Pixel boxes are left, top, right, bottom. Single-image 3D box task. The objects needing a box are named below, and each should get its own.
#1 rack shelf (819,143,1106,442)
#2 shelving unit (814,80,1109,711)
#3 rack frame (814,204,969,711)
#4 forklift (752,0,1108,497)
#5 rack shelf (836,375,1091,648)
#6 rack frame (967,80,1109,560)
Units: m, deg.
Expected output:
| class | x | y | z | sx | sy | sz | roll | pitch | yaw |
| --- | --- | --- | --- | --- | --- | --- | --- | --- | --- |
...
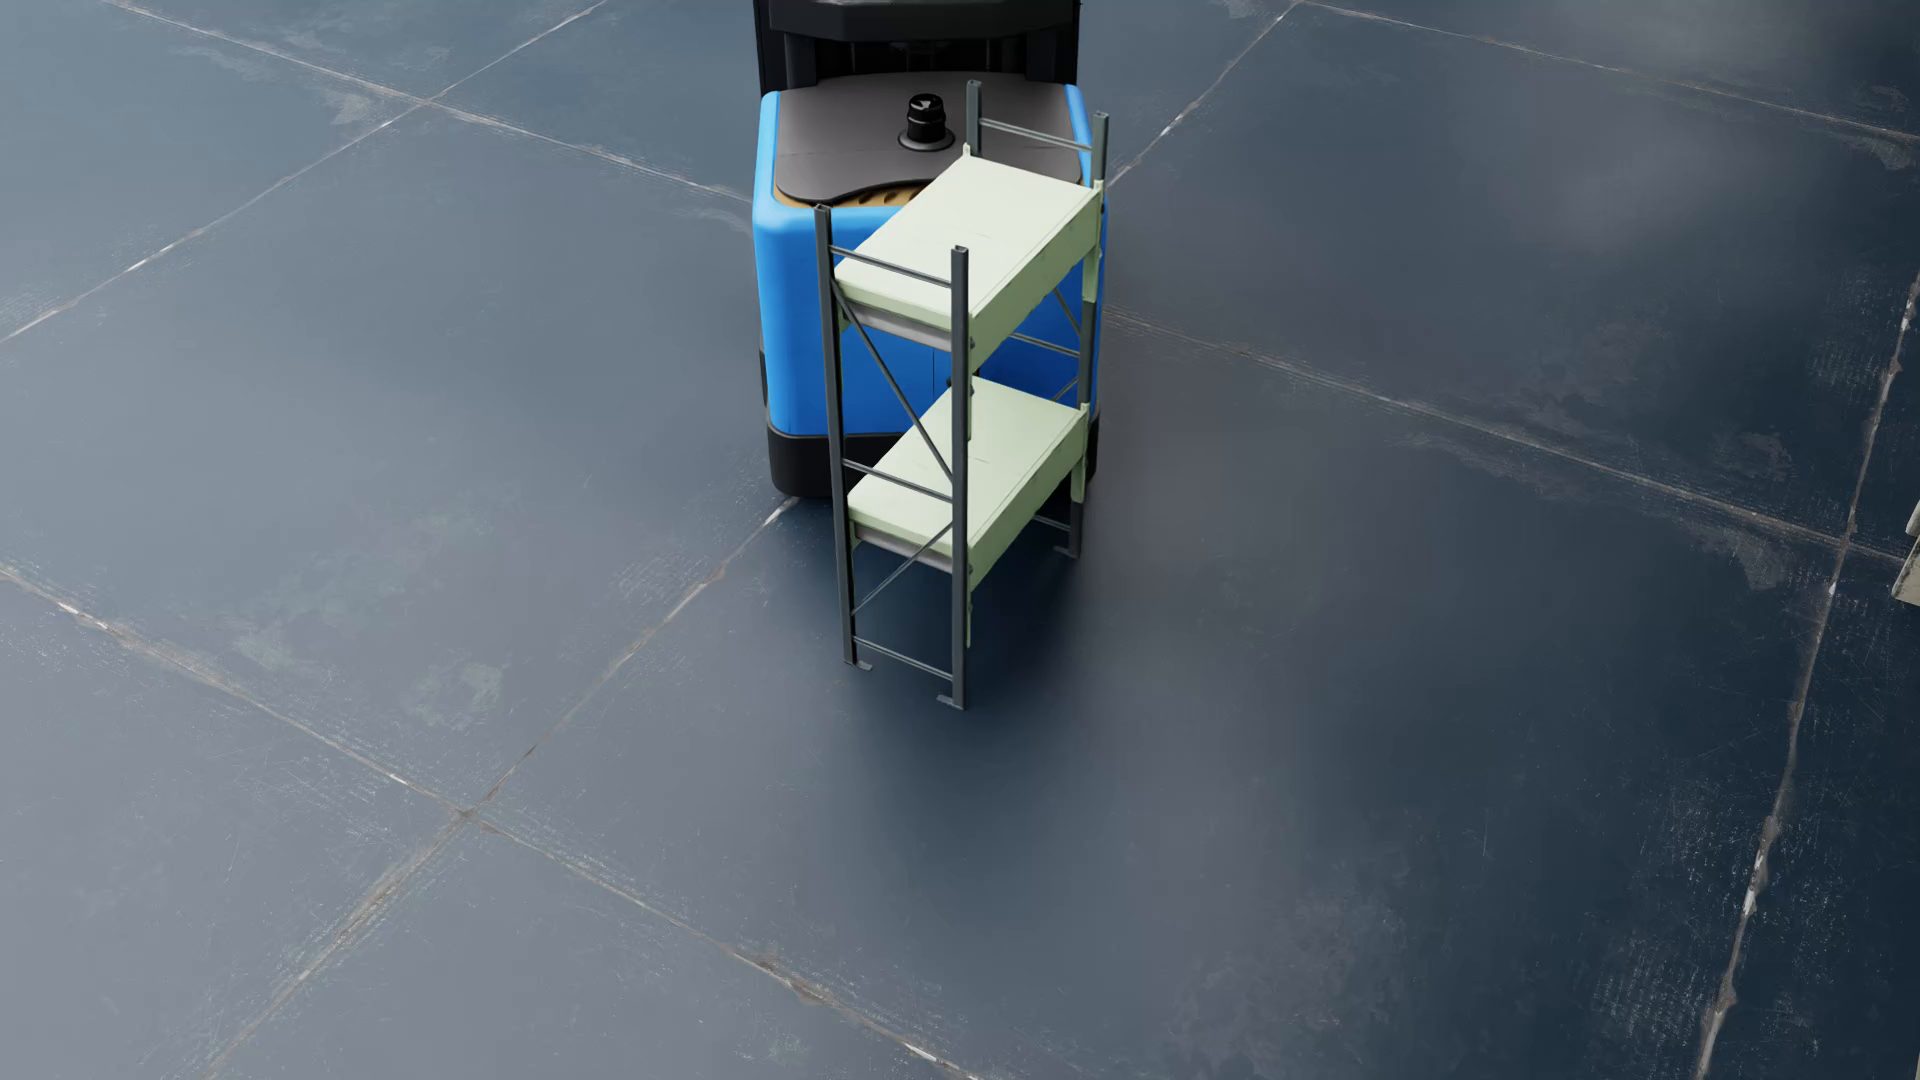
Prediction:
| class | x | y | z | sx | sy | sz | roll | pitch | yaw |
| --- | --- | --- | --- | --- | --- | --- | --- | --- | --- |
| rack shelf | 0.019 | -0.653 | 4.266 | 0.431 | 0.370 | 0.720 | 20 | 45 | 21 |
| shelving unit | 0.019 | -0.360 | 4.524 | 0.431 | 1.500 | 0.755 | 20 | 45 | 21 |
| rack frame | -0.160 | -0.149 | 4.284 | 0.400 | 1.500 | 0.023 | 20 | 45 | 21 |
| forklift | -0.157 | -2.195 | 5.525 | 1.130 | 2.935 | 3.031 | -2 | 41 | -2 |
| rack shelf | 0.019 | -0.115 | 4.739 | 0.431 | 0.370 | 0.720 | 20 | 45 | 21 |
| rack frame | 0.198 | -0.571 | 4.763 | 0.400 | 1.500 | 0.023 | 20 | 45 | 21 |
